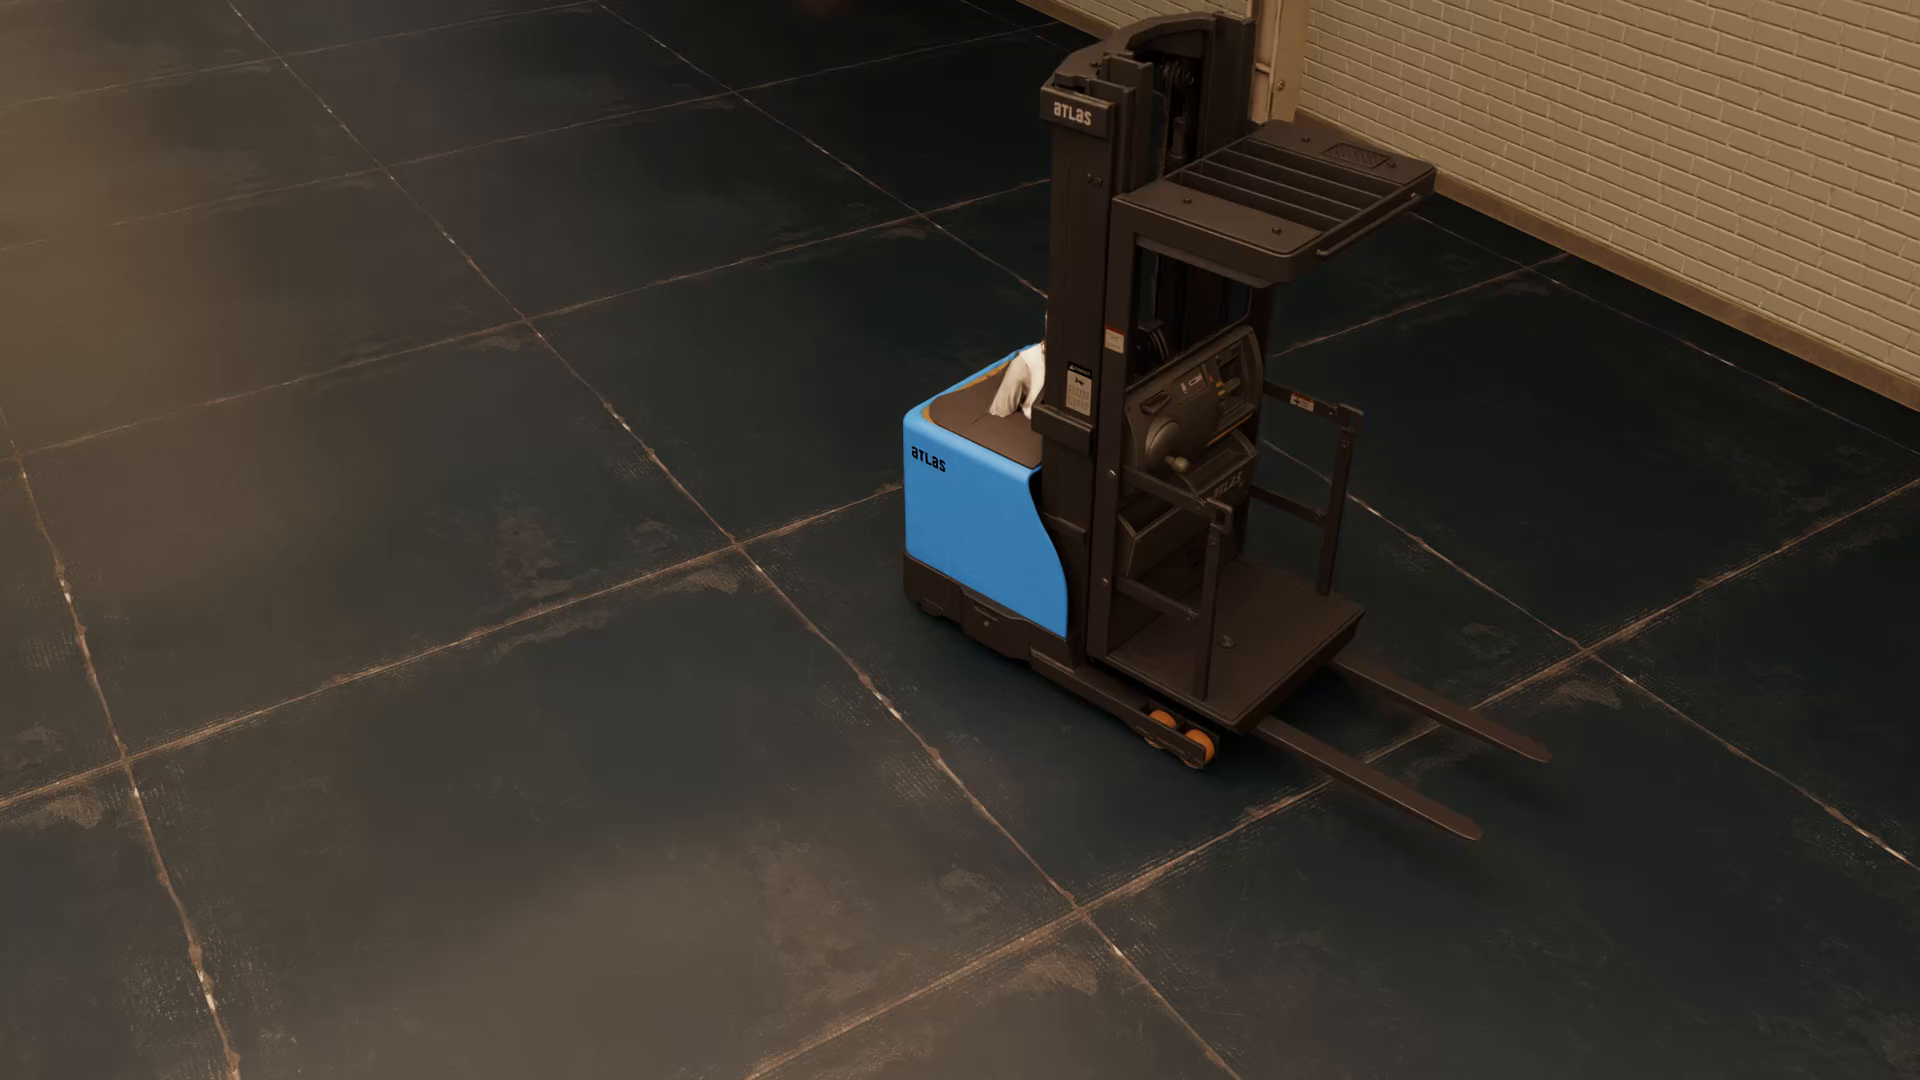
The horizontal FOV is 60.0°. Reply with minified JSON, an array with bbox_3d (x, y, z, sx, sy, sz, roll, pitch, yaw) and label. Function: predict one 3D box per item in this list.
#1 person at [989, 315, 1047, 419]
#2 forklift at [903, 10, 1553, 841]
[{"bbox_3d":[0.493,-0.312,7.670,0.786,1.701,0.655,-2,35,-3],"label":"person"},{"bbox_3d":[1.154,-0.544,6.922,3.031,2.935,1.130,27,43,33],"label":"forklift"}]
